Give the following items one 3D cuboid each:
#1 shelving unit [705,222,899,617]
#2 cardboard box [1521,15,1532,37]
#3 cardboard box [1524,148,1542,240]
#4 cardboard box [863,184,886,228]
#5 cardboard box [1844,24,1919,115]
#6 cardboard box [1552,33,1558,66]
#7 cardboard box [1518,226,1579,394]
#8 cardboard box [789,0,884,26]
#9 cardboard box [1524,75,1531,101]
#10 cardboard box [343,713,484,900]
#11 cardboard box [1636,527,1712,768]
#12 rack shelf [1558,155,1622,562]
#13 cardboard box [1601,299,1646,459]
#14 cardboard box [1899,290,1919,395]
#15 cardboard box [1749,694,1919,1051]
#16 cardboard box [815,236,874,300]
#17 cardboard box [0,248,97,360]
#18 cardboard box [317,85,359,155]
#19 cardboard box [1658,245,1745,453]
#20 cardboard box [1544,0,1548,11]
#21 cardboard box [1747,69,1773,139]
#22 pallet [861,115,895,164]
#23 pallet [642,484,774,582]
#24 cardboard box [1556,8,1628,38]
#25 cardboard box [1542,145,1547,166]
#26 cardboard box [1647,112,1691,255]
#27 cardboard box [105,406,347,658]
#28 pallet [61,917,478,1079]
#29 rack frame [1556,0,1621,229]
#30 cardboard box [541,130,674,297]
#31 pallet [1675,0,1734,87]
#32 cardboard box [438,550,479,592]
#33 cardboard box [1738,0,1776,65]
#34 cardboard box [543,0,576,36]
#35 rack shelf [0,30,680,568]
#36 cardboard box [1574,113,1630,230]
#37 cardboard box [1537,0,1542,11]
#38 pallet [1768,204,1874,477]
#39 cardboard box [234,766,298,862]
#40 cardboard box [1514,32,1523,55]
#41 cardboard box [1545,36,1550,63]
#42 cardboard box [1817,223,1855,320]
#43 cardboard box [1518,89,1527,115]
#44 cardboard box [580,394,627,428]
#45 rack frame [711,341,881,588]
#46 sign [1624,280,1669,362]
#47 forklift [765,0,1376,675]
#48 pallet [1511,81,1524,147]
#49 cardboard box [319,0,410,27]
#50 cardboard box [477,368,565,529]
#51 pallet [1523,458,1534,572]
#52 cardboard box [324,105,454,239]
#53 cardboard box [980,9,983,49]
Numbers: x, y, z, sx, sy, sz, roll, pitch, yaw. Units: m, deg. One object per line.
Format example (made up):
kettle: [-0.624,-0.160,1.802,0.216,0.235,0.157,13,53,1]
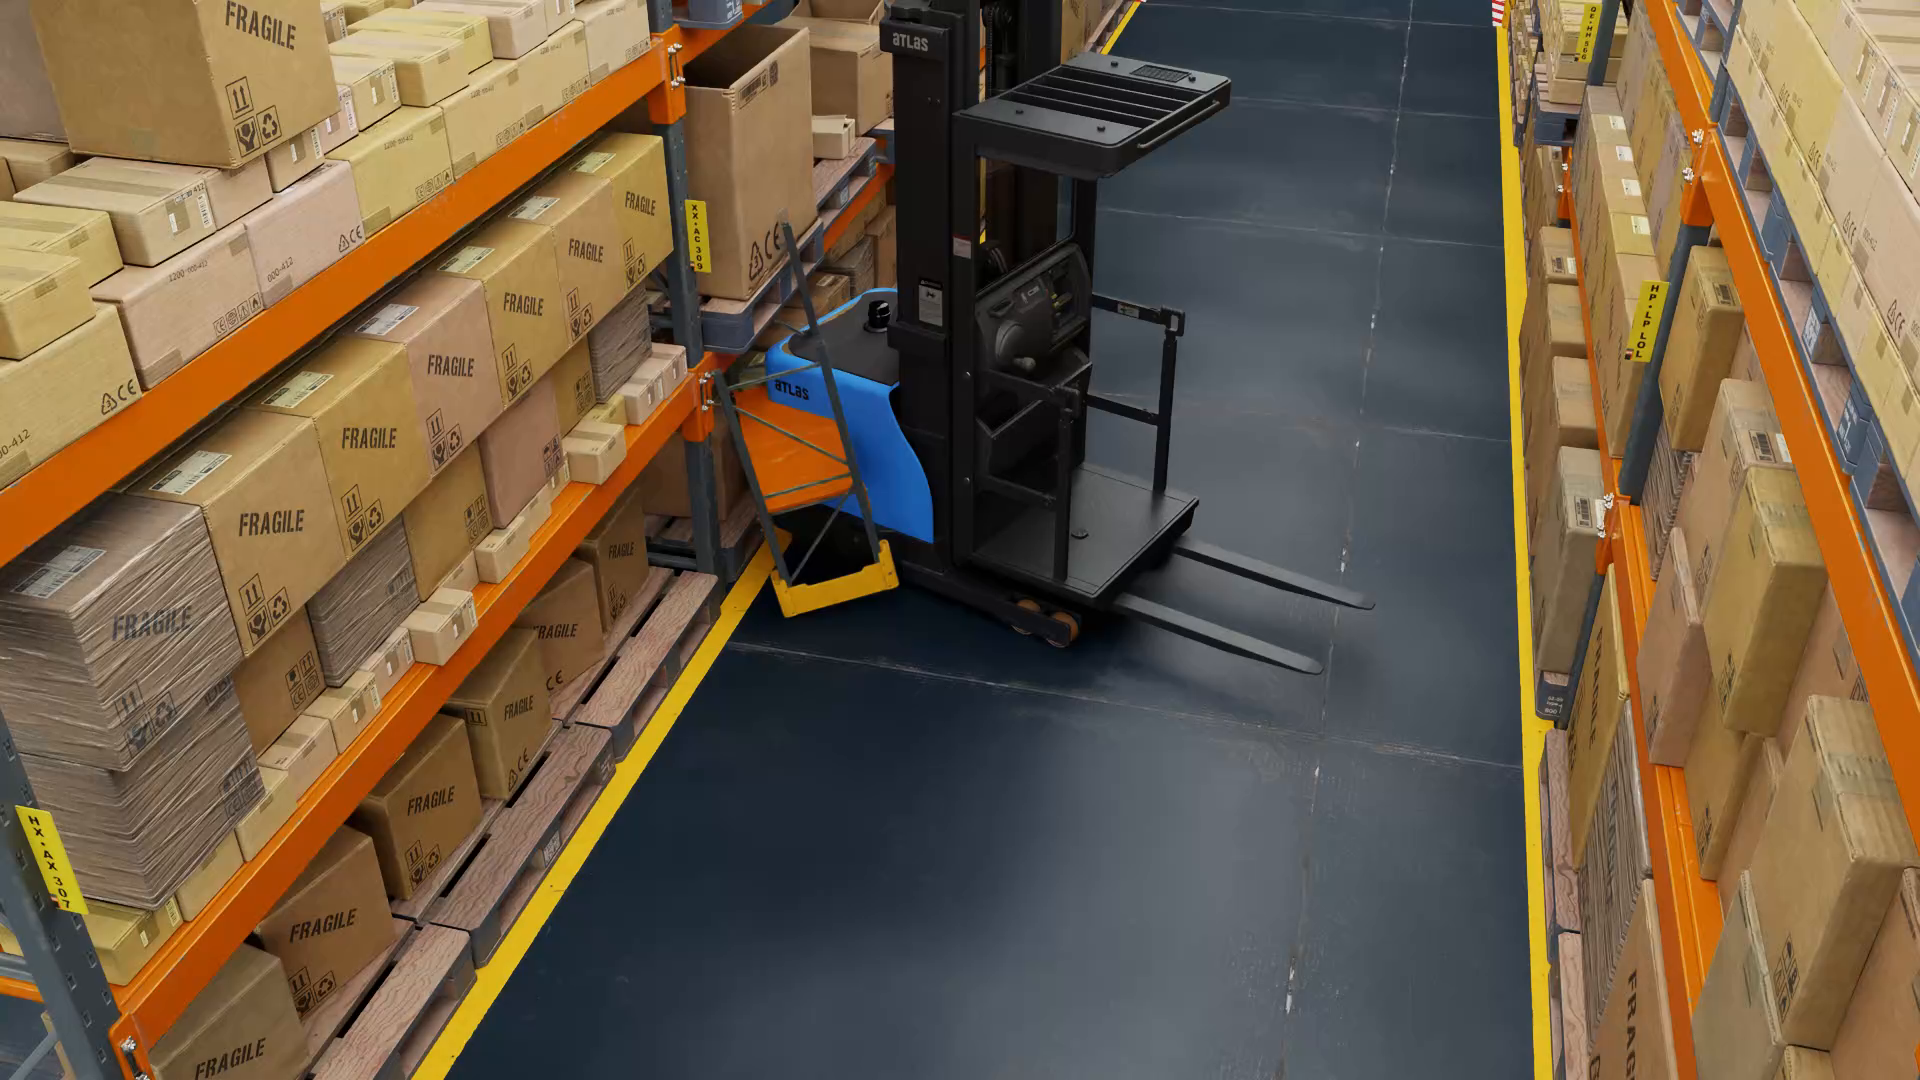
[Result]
shelving unit: [-0.817,-0.580,8.029,0.587,1.500,1.083,-16,43,-3]
cardboard box: [5.234,-4.578,14.867,0.380,0.149,0.250,7,33,11]
cardboard box: [4.288,-2.415,11.692,0.500,0.500,0.500,7,33,10]
cardboard box: [-0.793,-2.193,10.625,0.500,0.250,0.500,9,34,14]
cardboard box: [2.298,-1.078,3.860,0.380,0.149,0.250,8,33,12]
cardboard box: [3.871,-3.024,10.276,0.380,0.149,0.250,9,34,14]
cardboard box: [3.879,-1.294,9.695,1.050,0.750,0.750,8,33,12]
cardboard box: [-0.750,-3.032,10.238,0.500,0.500,0.500,4,33,6]
cardboard box: [4.908,-3.752,13.845,0.380,0.149,0.250,9,33,13]
cardboard box: [-2.212,0.972,6.363,0.500,0.500,0.500,11,34,17]
cardboard box: [2.654,0.388,5.204,0.875,0.550,0.550,8,33,12]
rack shelf: [3.613,-1.029,8.243,1.077,0.370,4.000,8,33,12]
cardboard box: [2.979,-0.644,6.874,0.500,0.500,0.500,8,33,12]
cardboard box: [2.072,-0.318,3.036,0.500,0.250,0.500,8,33,12]
cardboard box: [2.272,0.777,3.585,0.875,0.550,0.550,8,33,12]
cardboard box: [-0.931,-1.589,10.373,0.700,0.500,0.500,5,33,8]
cardboard box: [-2.229,-0.550,3.792,0.380,0.149,0.250,9,33,13]
cardboard box: [-2.007,-1.235,4.869,0.380,0.149,0.250,8,33,12]
cardboard box: [2.978,-0.627,5.793,0.875,0.550,0.550,8,33,12]
cardboard box: [4.195,-3.689,11.322,0.380,0.149,0.250,7,33,11]
cardboard box: [2.555,-1.267,4.901,0.380,0.149,0.250,8,33,12]
pallet: [-0.730,-2.633,10.274,1.213,0.211,1.003,8,33,12]
pallet: [-1.471,-0.250,8.946,1.003,0.211,1.213,8,33,12]
cardboard box: [3.867,-3.139,10.180,0.380,0.149,0.250,8,33,12]
cardboard box: [4.302,-2.725,11.480,0.500,0.250,0.500,9,33,14]
cardboard box: [3.483,-1.546,7.361,0.700,0.500,0.500,8,33,13]
cardboard box: [-2.145,-0.043,4.719,0.500,0.500,0.500,8,33,12]
pallet: [-2.422,1.774,5.763,1.003,0.211,1.213,8,33,12]
rack frame: [4.120,-2.370,9.682,1.000,3.000,0.127,8,33,12]
cardboard box: [-1.515,-1.341,6.761,0.500,0.500,0.500,8,33,12]
pallet: [3.290,-1.962,6.423,0.805,0.209,1.217,7,33,10]
cardboard box: [-1.970,0.131,5.982,0.380,0.149,0.250,8,33,12]
cardboard box: [2.710,-1.626,5.094,0.500,0.250,0.500,8,33,13]
cardboard box: [-1.606,-1.917,5.941,0.380,0.149,0.250,6,33,10]
rack shelf: [-2.174,-0.947,5.318,1.077,0.370,4.000,8,33,12]
cardboard box: [3.619,-1.952,8.931,0.500,0.500,0.500,8,33,12]
cardboard box: [4.329,-3.839,11.836,0.380,0.149,0.250,7,33,10]
pallet: [2.576,-0.469,3.978,1.003,0.211,1.213,8,33,12]
cardboard box: [-2.219,0.789,4.947,0.380,0.149,0.250,8,33,12]
cardboard box: [5.373,-4.610,15.472,0.380,0.149,0.250,6,33,10]
cardboard box: [3.997,-3.151,10.753,0.380,0.149,0.250,8,33,12]
cardboard box: [2.234,-0.608,3.864,0.380,0.149,0.250,8,33,13]
cardboard box: [4.905,-3.670,13.993,0.380,0.149,0.250,8,33,13]
cardboard box: [-1.631,-0.515,6.998,0.380,0.149,0.250,8,33,12]
rack frame: [-0.703,-0.246,7.650,0.500,1.500,0.032,-16,43,-3]
sign: [2.578,-0.818,6.236,0.100,0.325,0.005,8,33,12]
forklift: [0.523,-1.050,7.670,3.031,2.935,1.130,20,37,28]
pallet: [5.271,-3.622,14.251,1.003,0.211,1.213,8,33,12]
cardboard box: [-2.159,-1.848,5.832,0.380,0.149,0.250,9,34,14]
cardboard box: [-2.031,-0.437,6.271,0.875,0.500,0.500,8,33,12]
pallet: [3.536,-0.163,8.810,1.003,0.211,1.213,8,33,12]
cardboard box: [-1.928,-1.160,5.122,0.500,0.250,0.500,9,34,14]
cardboard box: [-0.137,-3.623,11.560,0.500,0.500,0.500,7,33,11]
